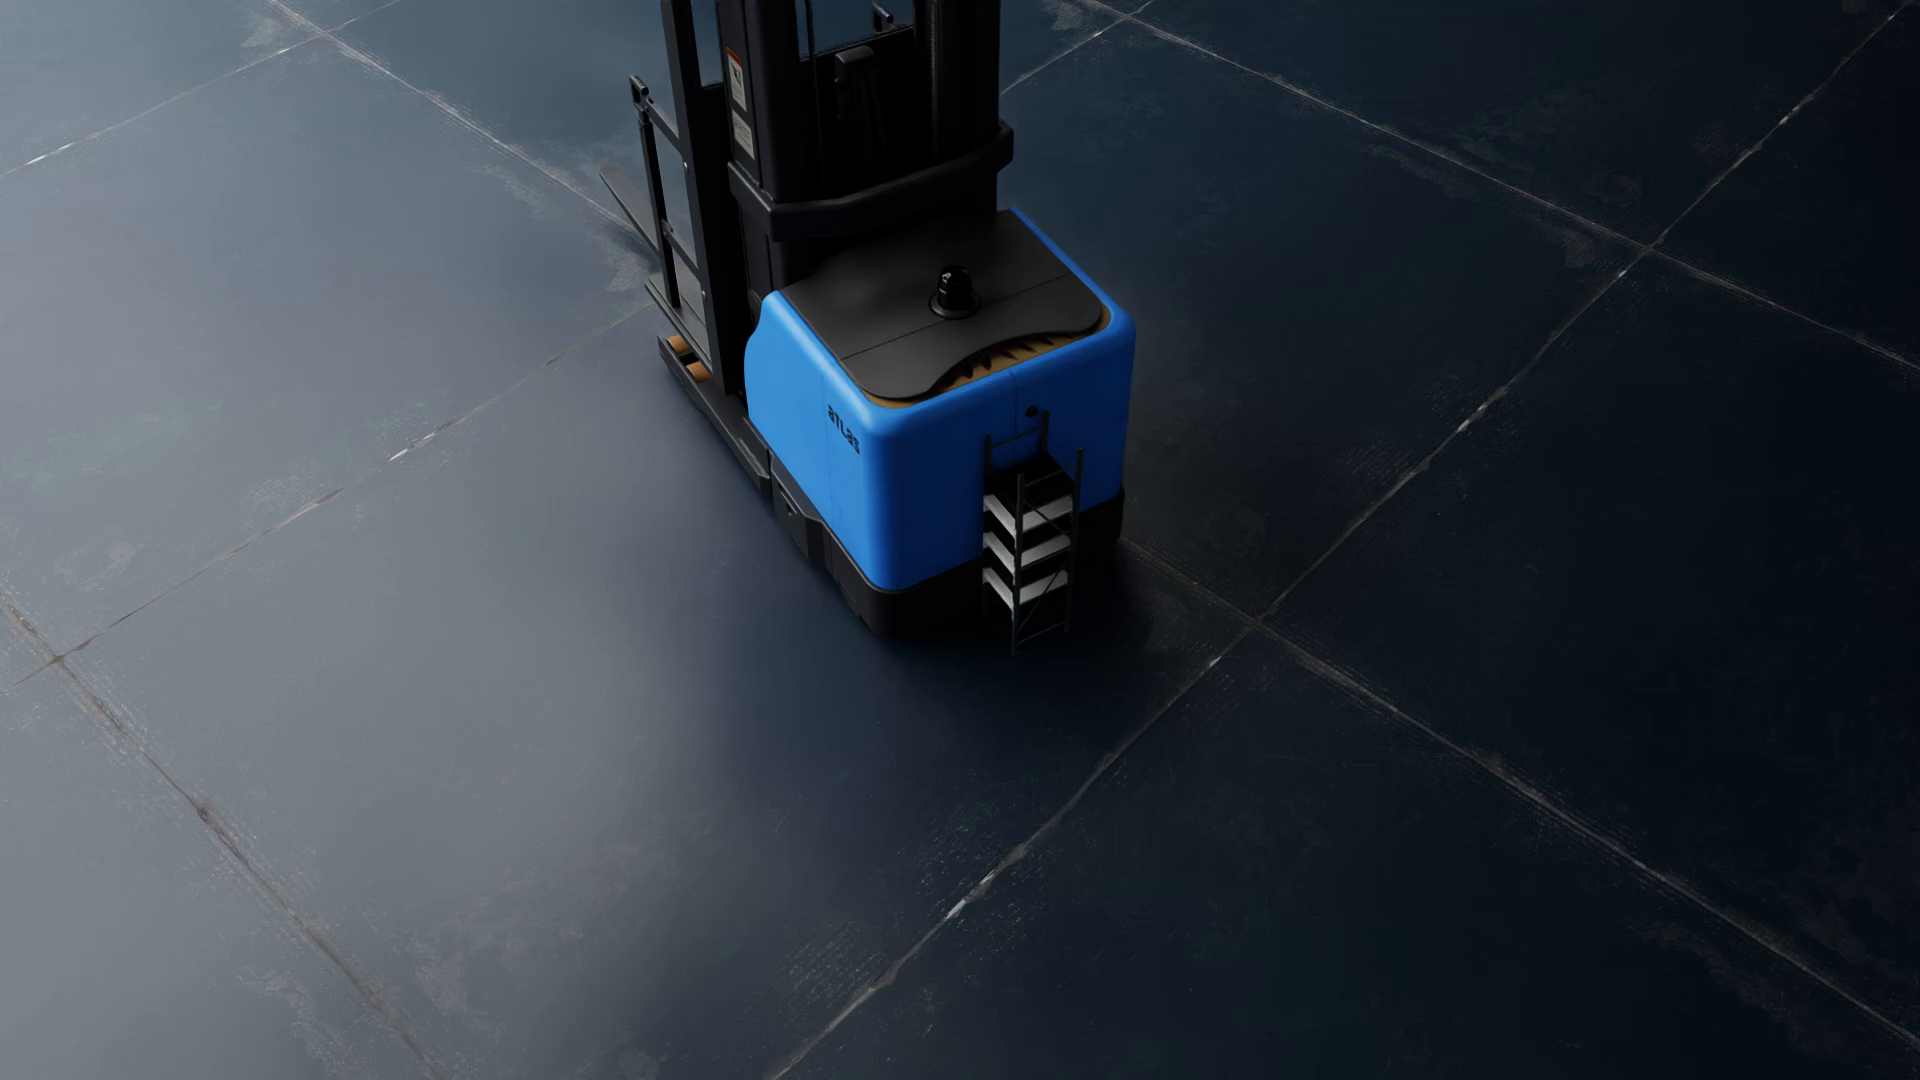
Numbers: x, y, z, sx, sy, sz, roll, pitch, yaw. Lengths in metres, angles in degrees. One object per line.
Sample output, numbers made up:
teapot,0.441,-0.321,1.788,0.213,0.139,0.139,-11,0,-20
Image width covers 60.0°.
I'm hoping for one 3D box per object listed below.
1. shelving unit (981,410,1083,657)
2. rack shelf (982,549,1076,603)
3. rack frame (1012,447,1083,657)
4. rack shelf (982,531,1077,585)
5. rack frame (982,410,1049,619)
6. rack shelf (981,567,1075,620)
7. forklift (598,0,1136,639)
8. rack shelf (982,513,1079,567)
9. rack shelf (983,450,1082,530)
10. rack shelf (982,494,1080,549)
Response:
shelving unit,0.236,-0.005,5.637,0.258,0.900,0.210,-23,51,-20
rack shelf,0.236,0.080,5.727,0.258,0.077,0.200,-23,51,-20
rack frame,0.288,0.059,5.577,0.240,0.900,0.006,-23,51,-20
rack shelf,0.236,0.018,5.661,0.258,0.077,0.200,-23,51,-20
rack frame,0.184,-0.068,5.697,0.240,0.900,0.006,-23,51,-20
rack shelf,0.236,0.142,5.792,0.258,0.077,0.200,-23,51,-20
forklift,-0.583,-1.723,5.858,1.130,2.935,3.031,-23,51,-20
rack shelf,0.236,-0.043,5.596,0.258,0.077,0.200,-23,51,-20
rack shelf,0.236,-0.167,5.464,0.258,0.077,0.200,-23,51,-20
rack shelf,0.236,-0.105,5.530,0.258,0.077,0.200,-23,51,-20
